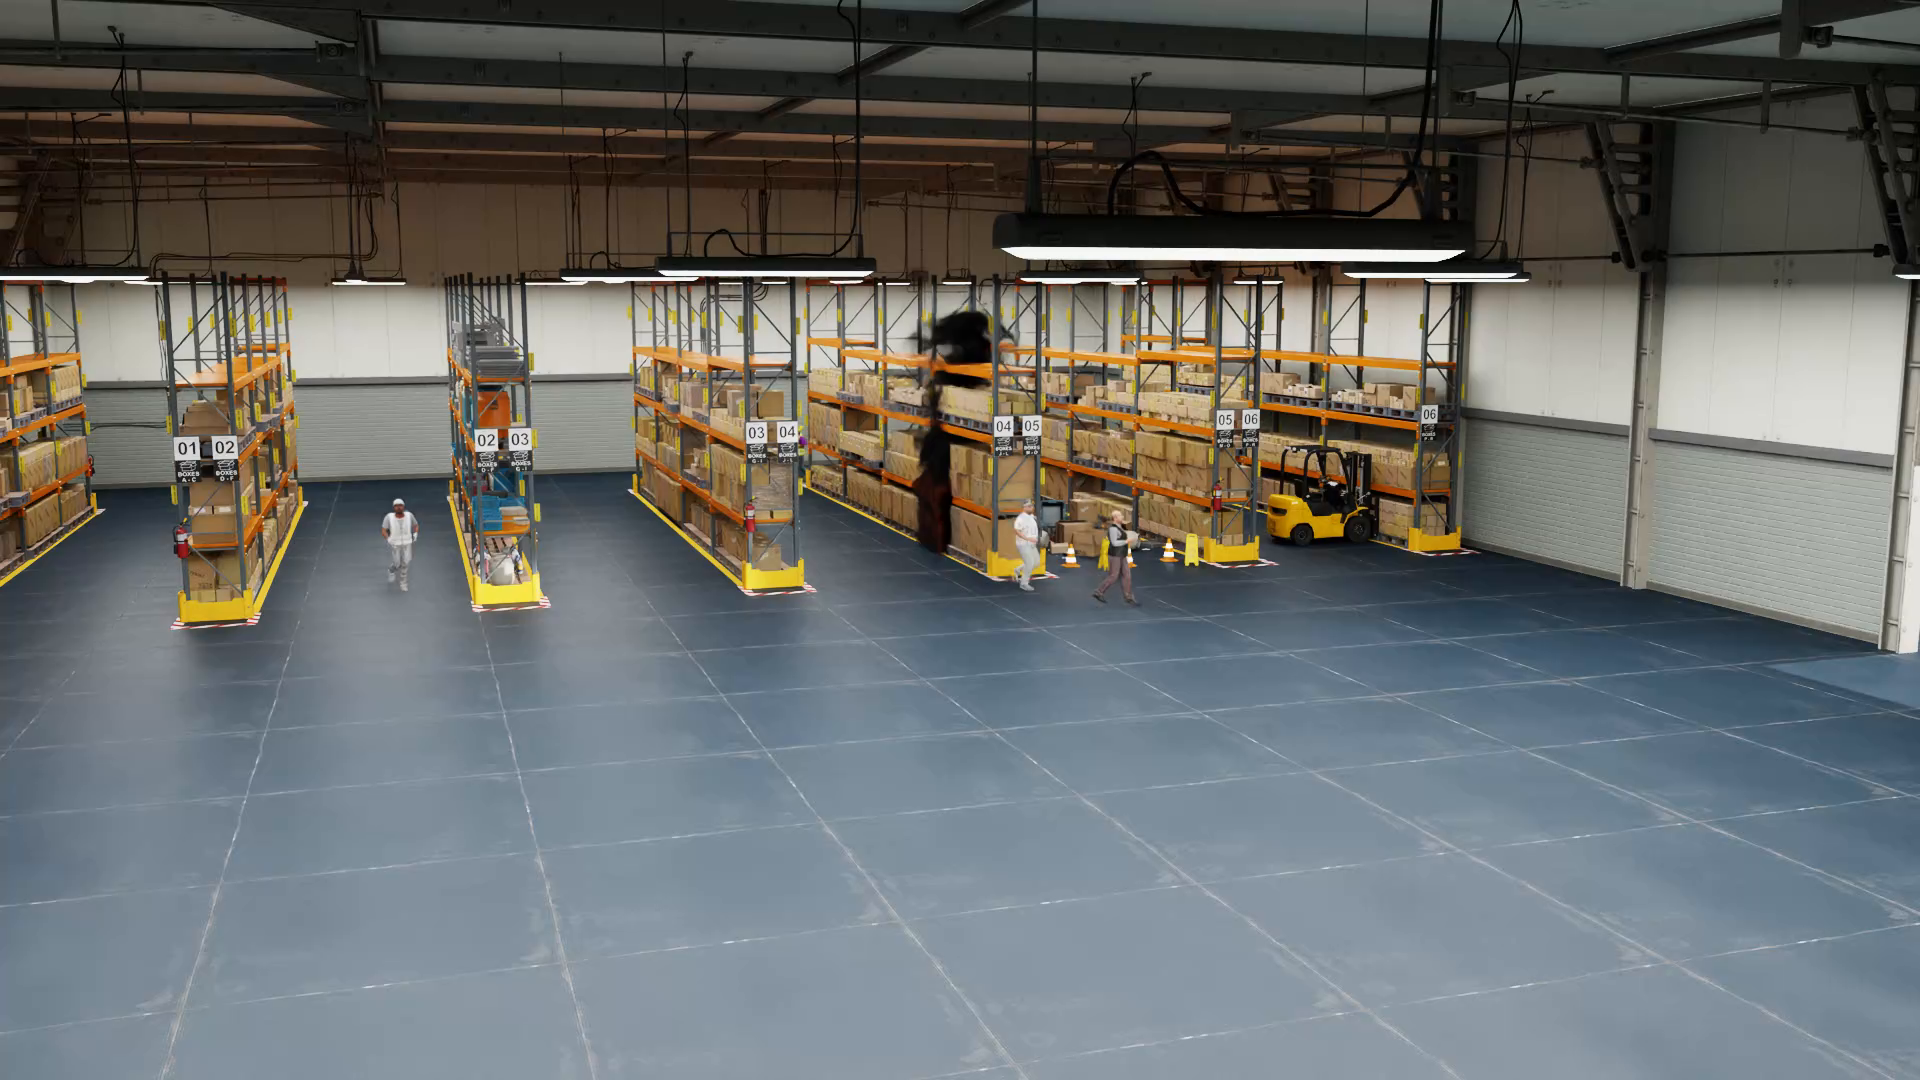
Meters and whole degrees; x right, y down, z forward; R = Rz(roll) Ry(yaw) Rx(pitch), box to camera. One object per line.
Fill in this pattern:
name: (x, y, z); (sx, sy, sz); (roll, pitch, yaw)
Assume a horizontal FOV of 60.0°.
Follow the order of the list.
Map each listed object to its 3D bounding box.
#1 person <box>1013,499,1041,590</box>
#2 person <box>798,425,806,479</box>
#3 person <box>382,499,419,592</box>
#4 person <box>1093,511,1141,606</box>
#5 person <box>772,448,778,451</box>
person: (1.281, 0.075, 31.915); (0.634, 1.761, 0.719); (5, 10, 28)
person: (-4.767, -2.578, 49.633); (0.745, 1.728, 0.856); (-5, 10, -29)
person: (-10.693, 0.080, 31.819); (0.683, 1.764, 0.742); (-4, 10, -27)
person: (2.839, 0.333, 30.012); (0.881, 1.738, 0.620); (3, 9, 19)
person: (-5.274, -2.444, 48.788); (0.682, 1.695, 0.622); (7, 11, 38)
